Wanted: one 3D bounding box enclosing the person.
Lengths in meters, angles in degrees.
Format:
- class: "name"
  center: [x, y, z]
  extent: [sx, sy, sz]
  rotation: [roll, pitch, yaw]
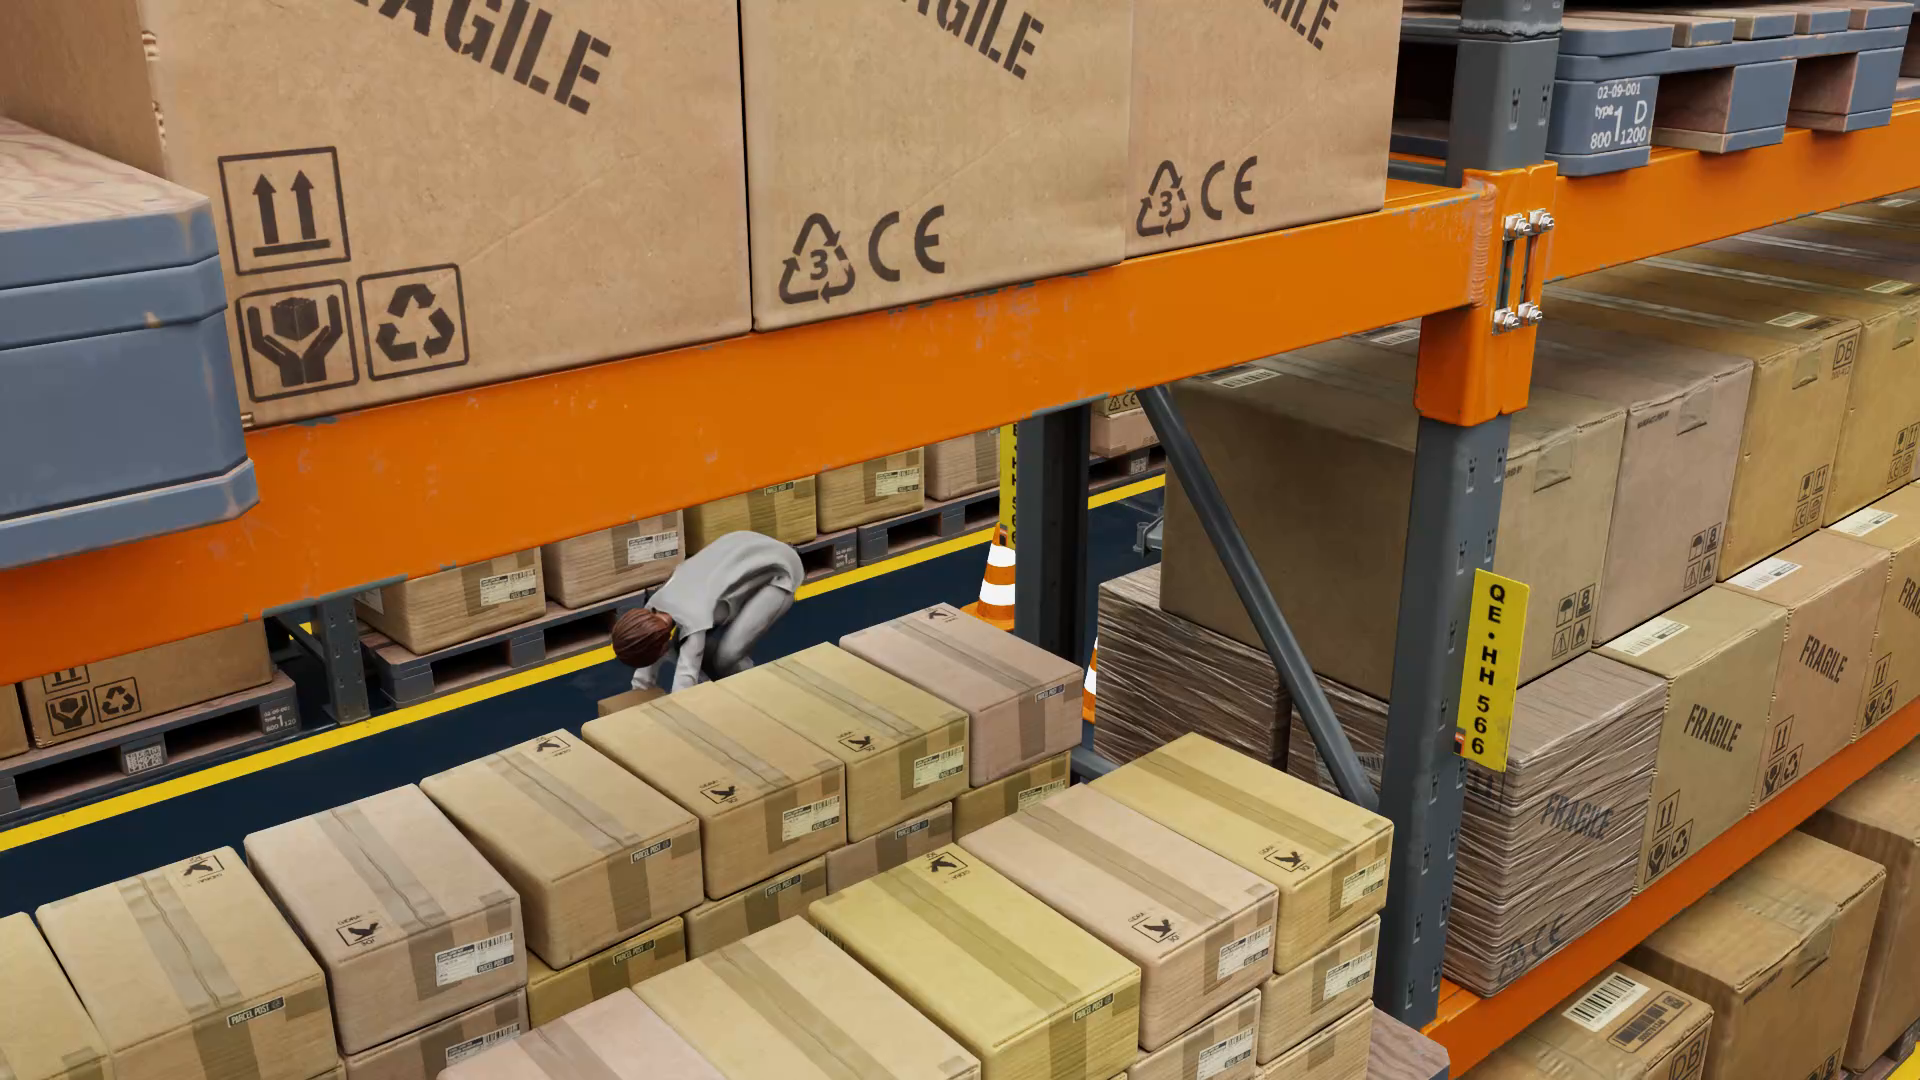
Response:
- class: "person"
  center: [-0.987, 0.420, 6.571]
  extent: [0.856, 0.832, 0.423]
  rotation: [-19, 28, -40]
